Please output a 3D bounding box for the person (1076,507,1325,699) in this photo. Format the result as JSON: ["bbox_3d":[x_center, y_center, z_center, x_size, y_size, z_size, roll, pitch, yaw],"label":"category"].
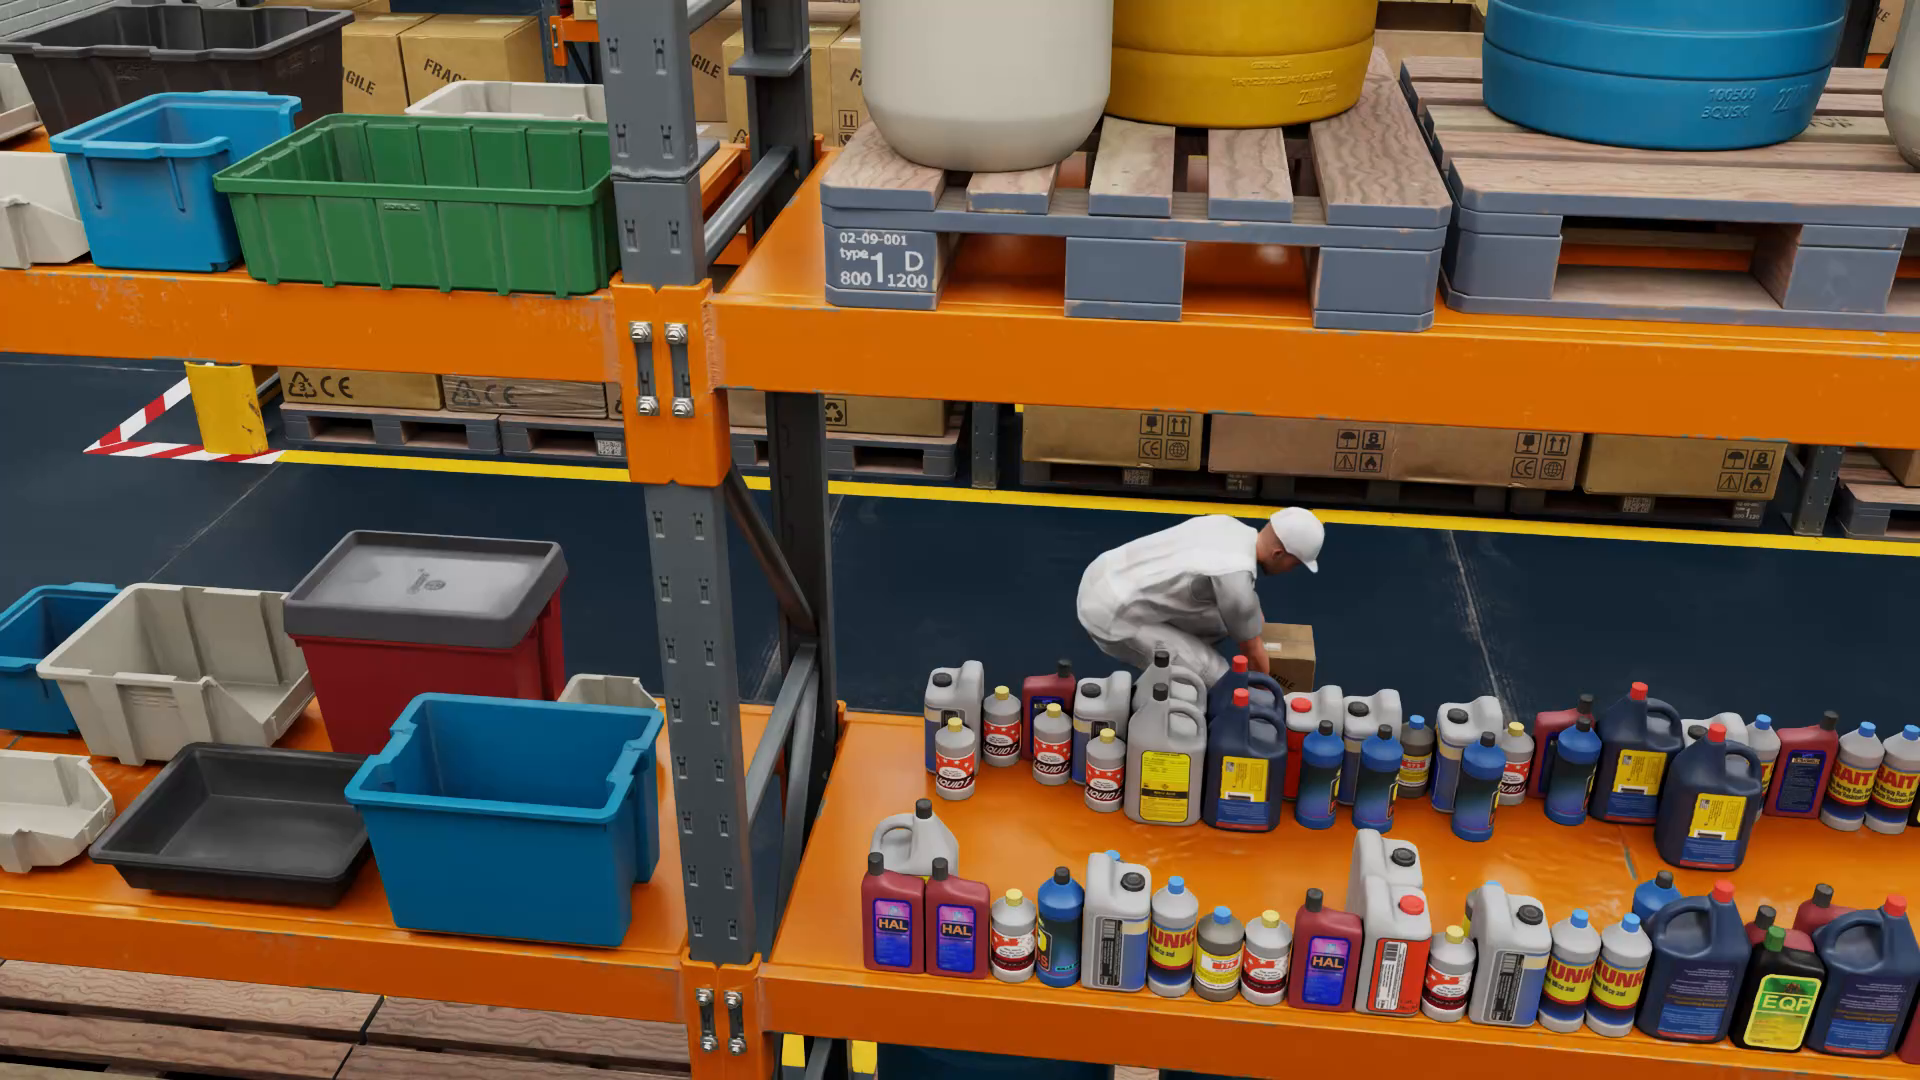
[{"bbox_3d":[0.893,0.325,6.339,0.902,0.993,0.535,3,28,5],"label":"person"}]
